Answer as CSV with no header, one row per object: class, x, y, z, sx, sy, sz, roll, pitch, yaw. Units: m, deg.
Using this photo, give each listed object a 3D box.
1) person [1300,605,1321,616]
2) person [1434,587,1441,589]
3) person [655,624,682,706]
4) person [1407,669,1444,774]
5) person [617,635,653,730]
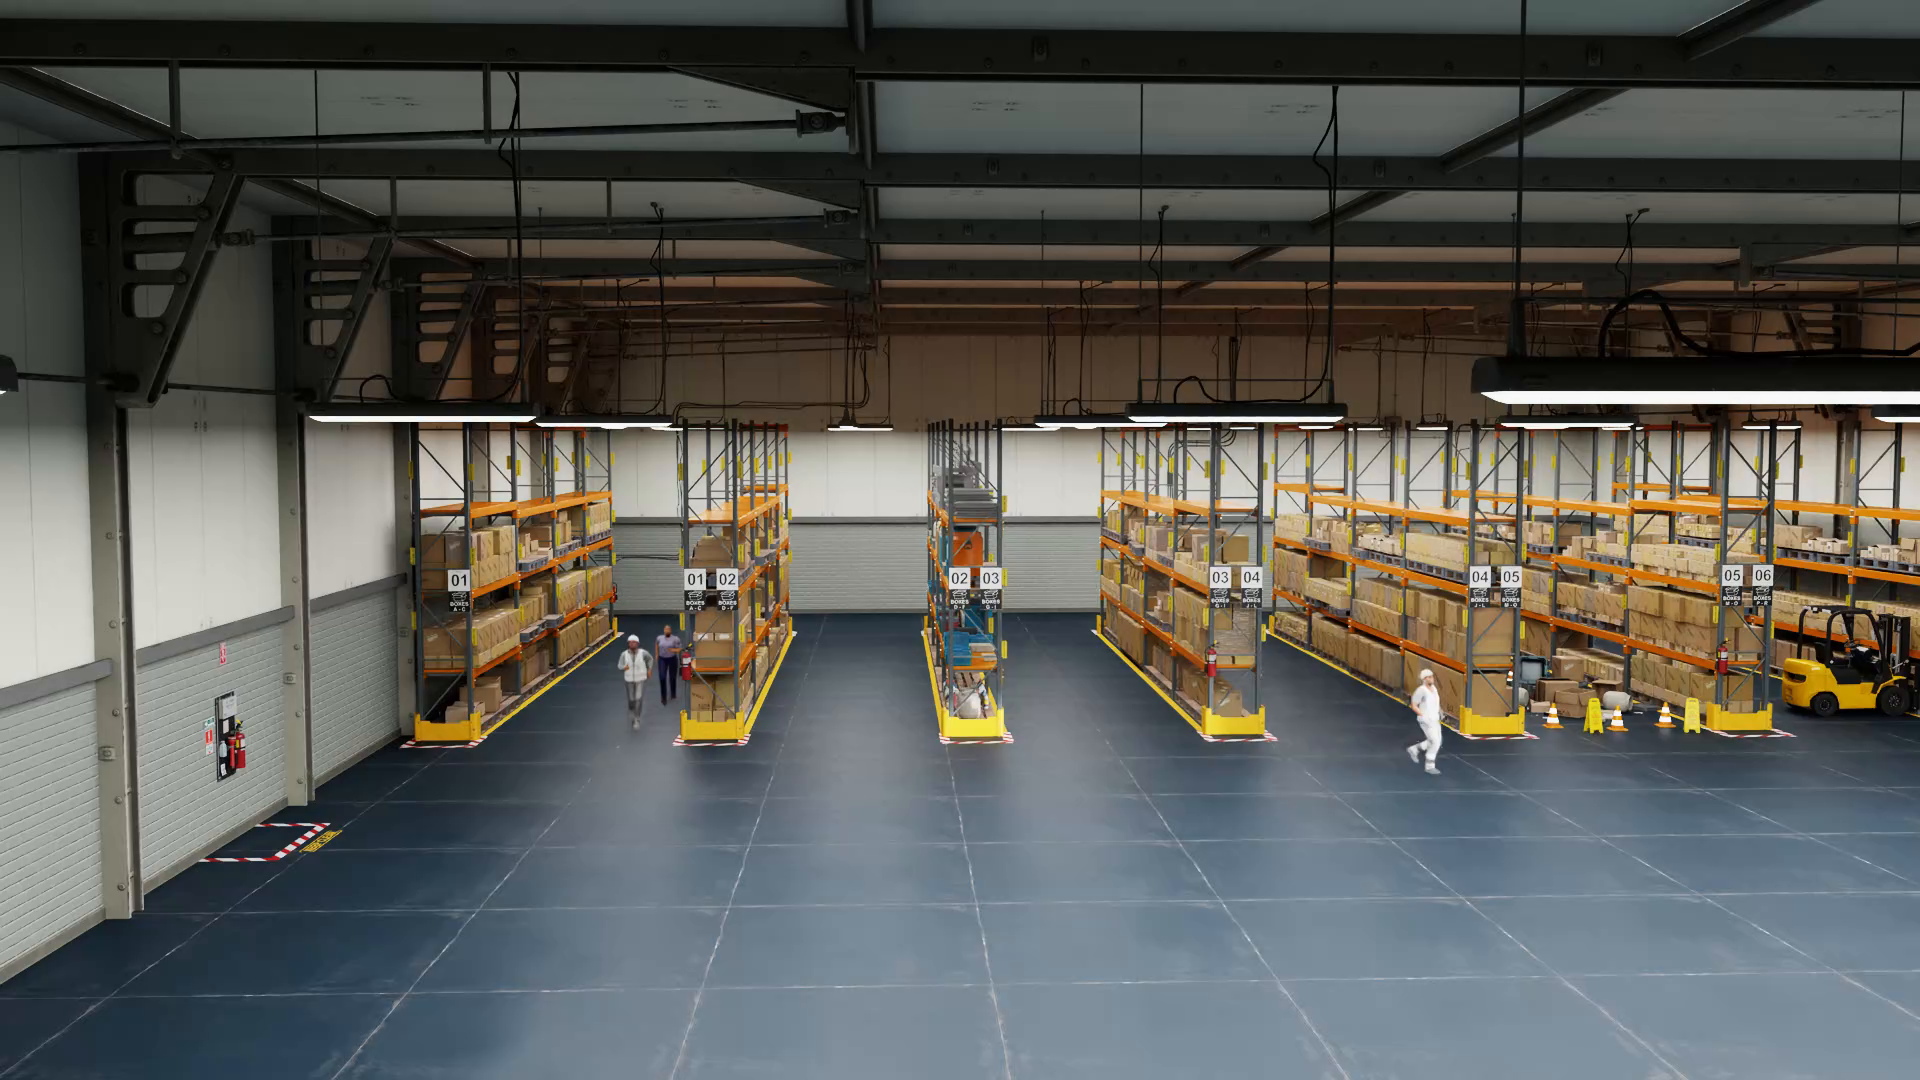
person,10.274,1.789,48.877,0.659,1.695,0.739,-3,5,-42
person,14.510,1.700,49.468,0.805,1.731,0.850,1,4,12
person,-6.199,2.627,35.368,0.580,1.694,0.855,0,4,-6
person,7.861,3.054,28.107,0.635,1.758,0.651,3,5,43
person,-6.353,2.750,32.562,0.665,1.806,0.954,0,4,-1
